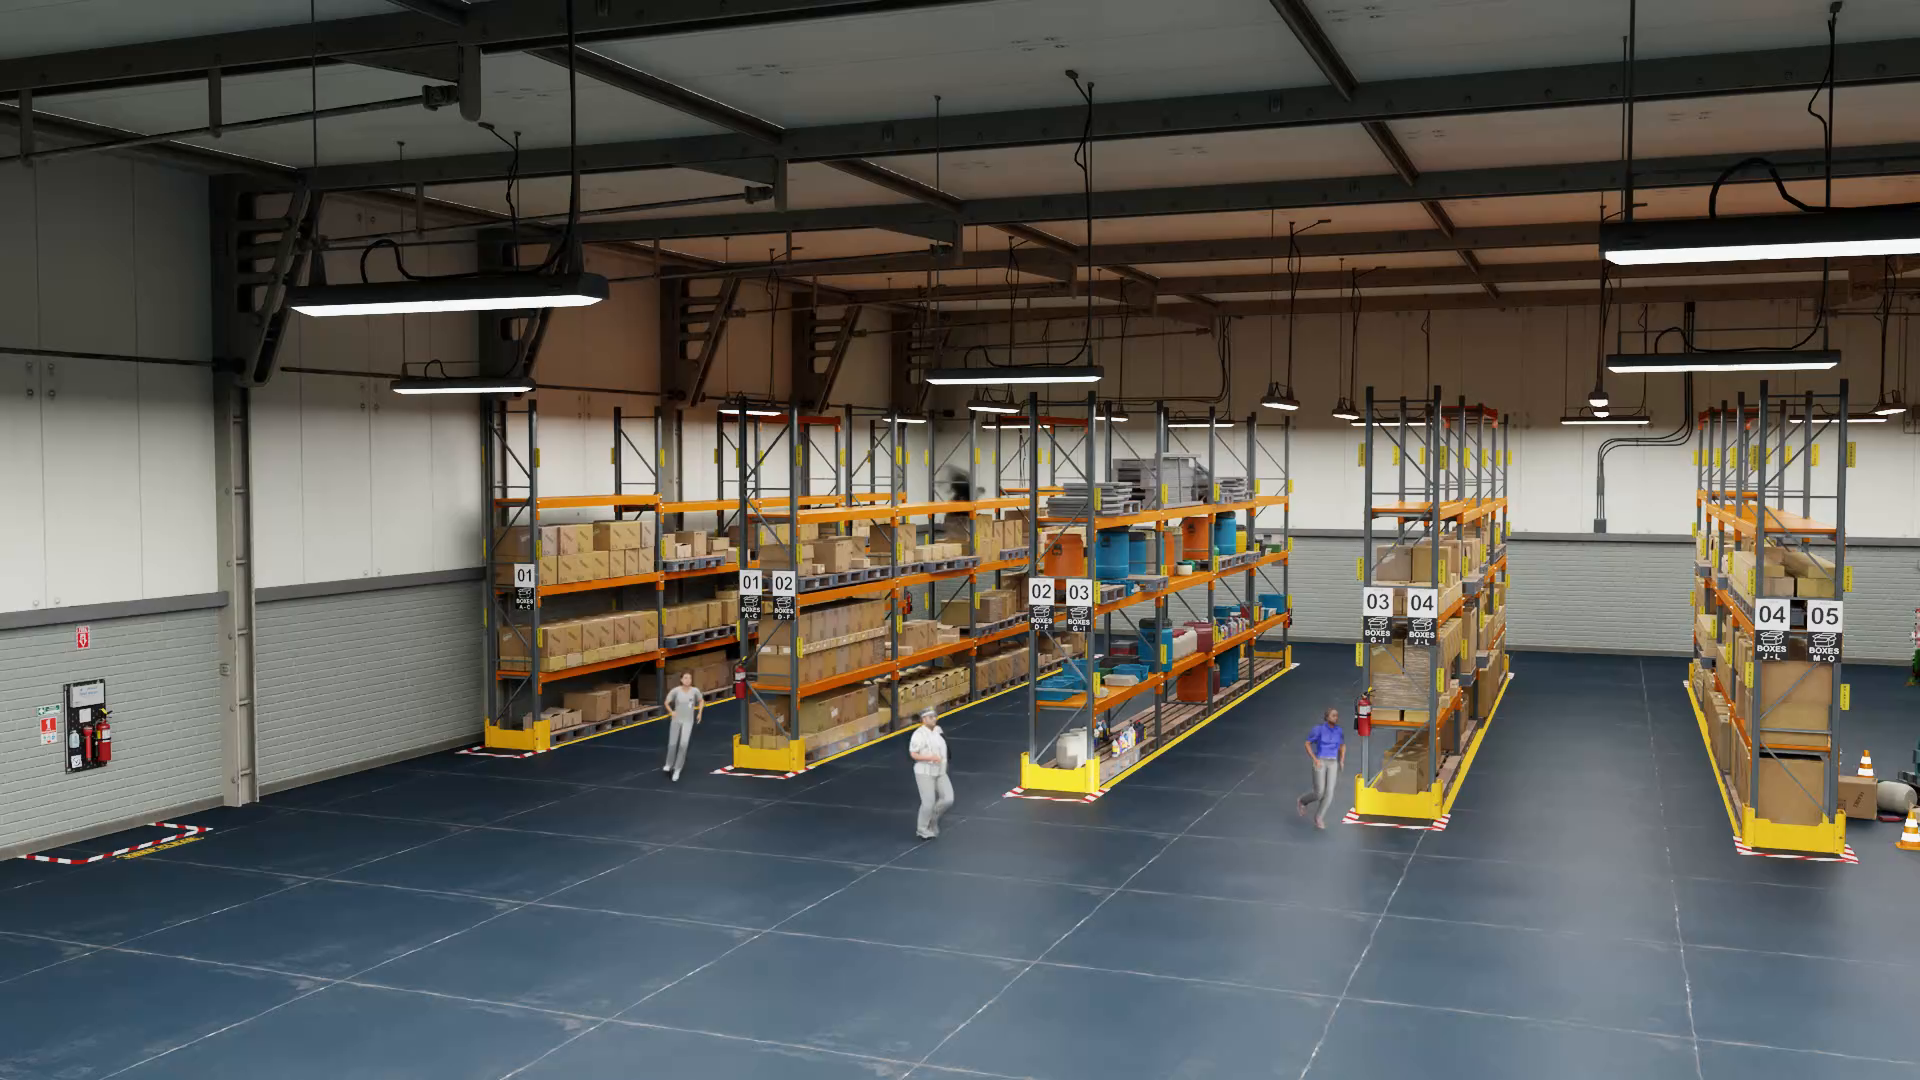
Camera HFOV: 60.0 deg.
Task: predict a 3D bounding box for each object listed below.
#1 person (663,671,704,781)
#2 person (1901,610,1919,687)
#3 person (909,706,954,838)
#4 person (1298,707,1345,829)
[{"bbox_3d":[-4.359,2.891,26.154,0.650,1.688,0.750,0,3,-8],"label":"person"},{"bbox_3d":[20.923,2.352,36.019,0.935,1.778,0.694,2,3,34],"label":"person"},{"bbox_3d":[-0.330,3.049,21.800,0.648,1.760,0.617,-2,4,-40],"label":"person"},{"bbox_3d":[5.000,3.088,22.773,0.596,1.619,0.593,-1,3,-17],"label":"person"}]
